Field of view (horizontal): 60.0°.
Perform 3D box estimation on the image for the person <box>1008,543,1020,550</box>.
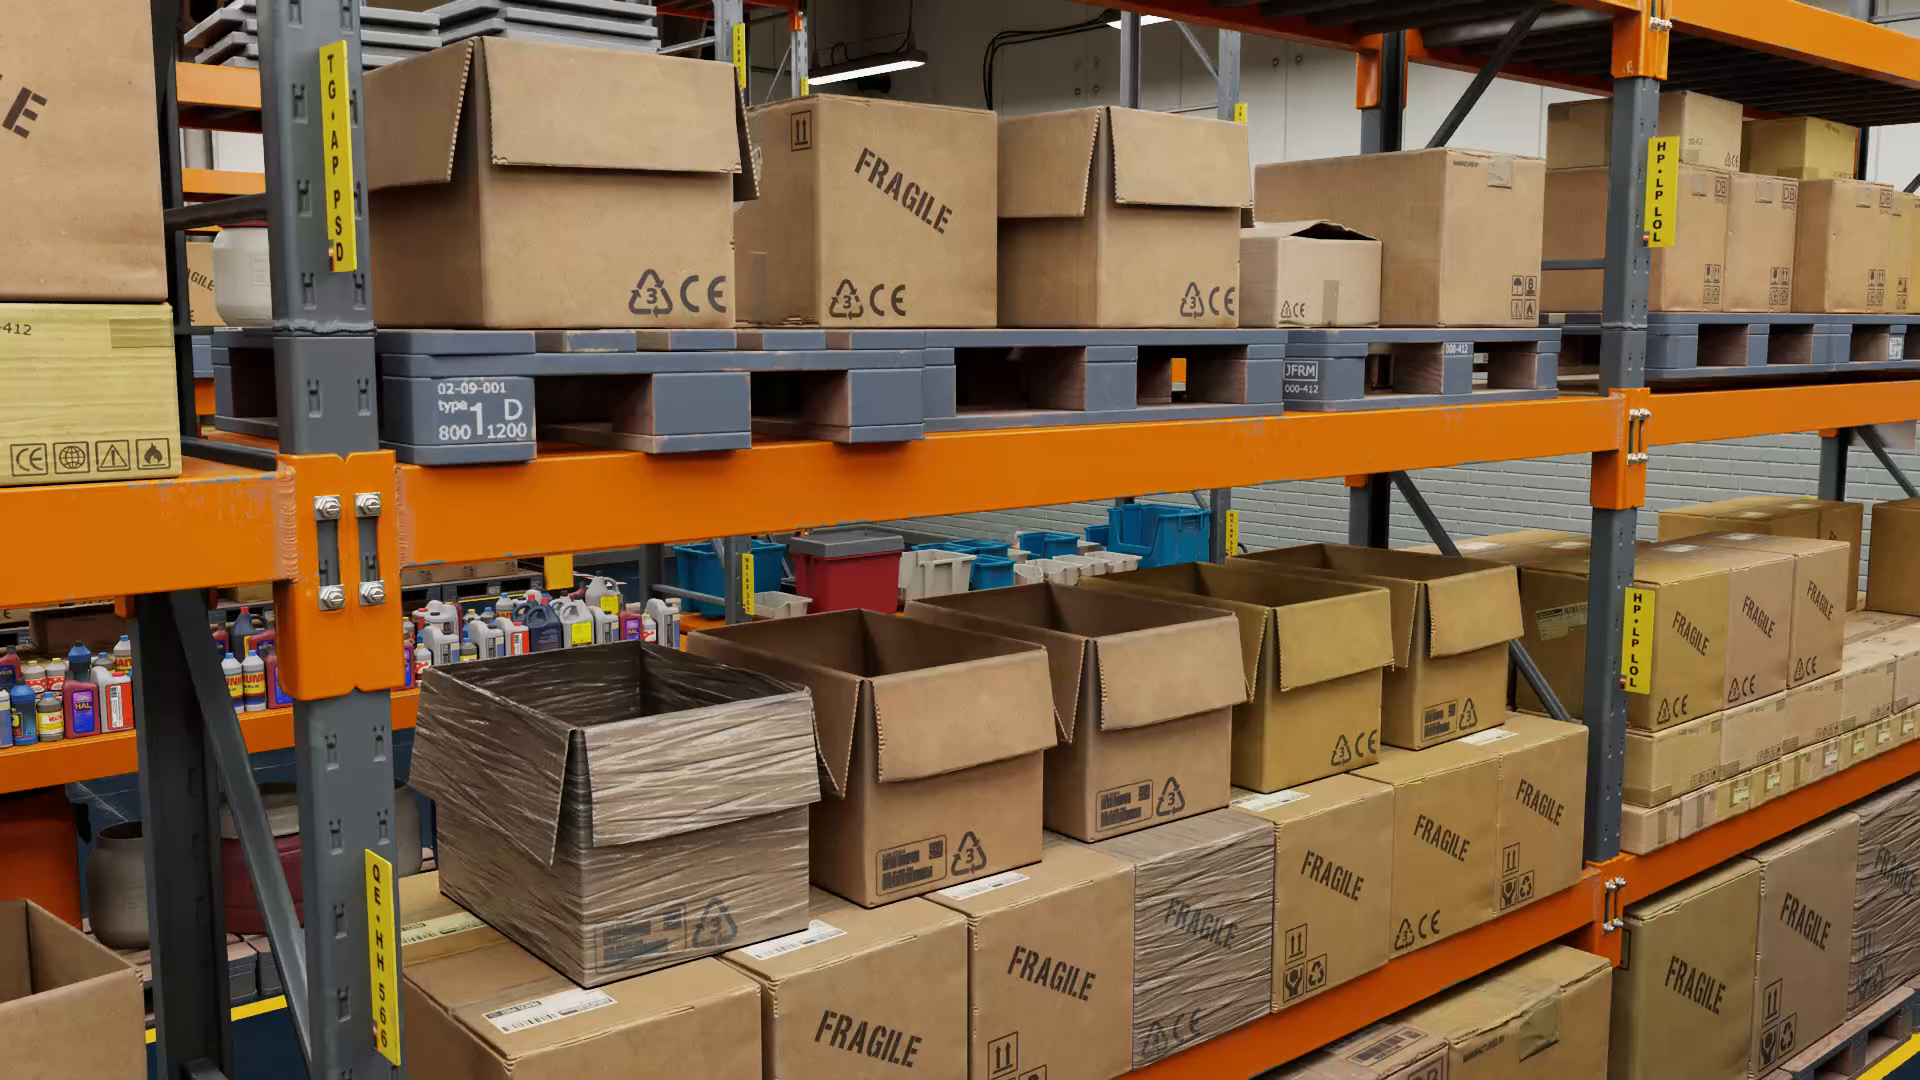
[{"bbox_3d":[0.373,0.484,16.164,0.517,0.959,0.879,-7,10,-42],"label":"person"}]
